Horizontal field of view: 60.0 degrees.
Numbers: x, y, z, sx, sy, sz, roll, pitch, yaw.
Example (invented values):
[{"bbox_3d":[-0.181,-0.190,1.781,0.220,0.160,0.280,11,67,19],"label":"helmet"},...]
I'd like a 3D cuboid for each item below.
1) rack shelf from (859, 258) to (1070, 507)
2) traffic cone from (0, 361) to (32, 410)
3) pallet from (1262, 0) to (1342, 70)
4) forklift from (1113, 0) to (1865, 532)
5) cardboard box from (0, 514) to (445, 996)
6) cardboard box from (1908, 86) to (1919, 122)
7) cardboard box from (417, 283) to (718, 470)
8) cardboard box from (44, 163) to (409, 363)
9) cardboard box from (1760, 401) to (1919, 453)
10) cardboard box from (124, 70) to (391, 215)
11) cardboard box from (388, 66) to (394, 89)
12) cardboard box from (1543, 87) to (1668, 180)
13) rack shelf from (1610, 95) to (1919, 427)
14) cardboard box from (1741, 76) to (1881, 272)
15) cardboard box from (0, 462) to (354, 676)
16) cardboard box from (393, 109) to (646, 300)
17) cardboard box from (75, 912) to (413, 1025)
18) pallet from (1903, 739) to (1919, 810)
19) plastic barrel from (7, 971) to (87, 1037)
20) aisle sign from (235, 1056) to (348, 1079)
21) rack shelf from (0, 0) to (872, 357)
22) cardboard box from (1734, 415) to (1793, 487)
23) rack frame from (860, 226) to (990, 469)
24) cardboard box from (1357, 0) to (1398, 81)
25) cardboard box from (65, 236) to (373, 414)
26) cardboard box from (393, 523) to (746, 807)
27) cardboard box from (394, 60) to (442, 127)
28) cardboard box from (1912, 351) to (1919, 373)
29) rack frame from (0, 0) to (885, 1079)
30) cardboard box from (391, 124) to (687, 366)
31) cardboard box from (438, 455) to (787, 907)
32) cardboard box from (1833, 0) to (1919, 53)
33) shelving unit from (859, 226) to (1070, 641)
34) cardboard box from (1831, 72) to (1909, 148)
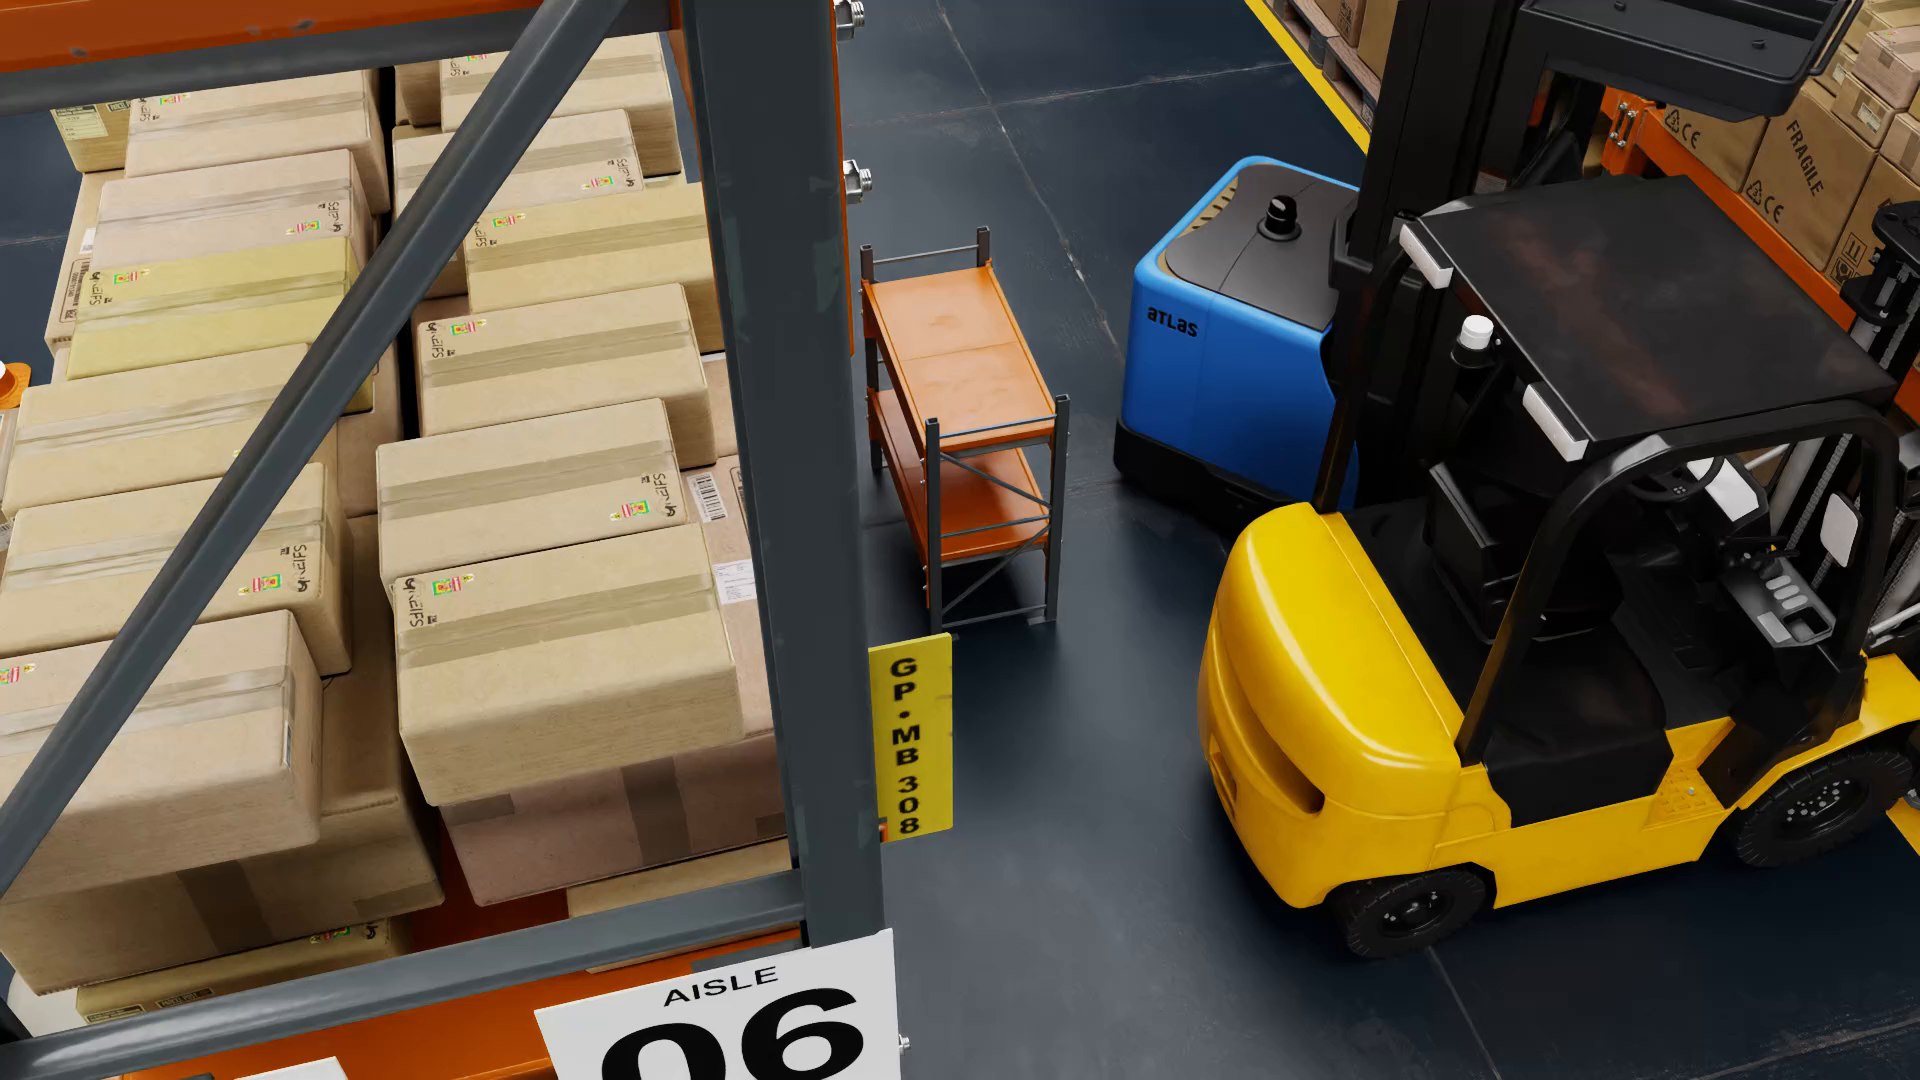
[{"bbox_3d":[-0.002,-0.603,6.144,0.538,0.278,1.000,-11,47,-10],"label":"rack shelf"},{"bbox_3d":[-4.317,-0.822,7.231,0.336,0.463,0.334,-11,47,-10],"label":"traffic cone"},{"bbox_3d":[2.341,-3.212,9.750,1.003,0.211,1.213,-11,47,-10],"label":"pallet"},{"bbox_3d":[2.154,-1.003,5.681,3.031,2.935,1.130,25,51,23],"label":"forklift"},{"bbox_3d":[-0.973,0.264,2.188,0.500,0.250,0.500,-11,47,-11],"label":"cardboard box"},{"bbox_3d":[3.274,-1.385,5.275,0.380,0.149,0.250,-11,47,-11],"label":"cardboard box"},{"bbox_3d":[-0.560,-0.209,2.372,0.380,0.149,0.250,-11,47,-10],"label":"cardboard box"},{"bbox_3d":[-1.238,-0.441,2.878,0.500,0.250,0.500,-10,46,-9],"label":"cardboard box"},{"bbox_3d":[3.272,-0.449,6.021,0.500,0.250,0.500,-9,46,-9],"label":"cardboard box"},{"bbox_3d":[-1.178,-0.649,2.803,0.380,0.149,0.250,-12,47,-11],"label":"cardboard box"},{"bbox_3d":[-1.501,-1.137,3.561,0.500,0.250,0.500,-10,46,-10],"label":"cardboard box"},{"bbox_3d":[3.047,-1.676,7.661,0.875,0.625,0.625,-9,46,-9],"label":"cardboard box"},{"bbox_3d":[3.704,-0.370,5.516,1.077,0.370,4.000,-11,47,-10],"label":"rack shelf"},{"bbox_3d":[3.202,-1.327,5.880,0.500,0.500,0.500,-10,46,-10],"label":"cardboard box"},{"bbox_3d":[-0.982,0.064,2.105,0.380,0.149,0.250,-10,46,-10],"label":"cardboard box"},{"bbox_3d":[-0.708,-0.550,2.706,0.380,0.149,0.250,-11,47,-11],"label":"cardboard box"},{"bbox_3d":[-0.943,0.512,2.223,0.380,0.149,0.250,-11,47,-10],"label":"cardboard box"},{"bbox_3d":[3.671,0.374,6.235,1.003,0.211,1.213,-11,47,-10],"label":"pallet"},{"bbox_3d":[-2.574,1.422,5.060,0.512,0.421,0.421,19,48,17],"label":"plastic barrel"},{"bbox_3d":[-0.846,0.855,1.991,0.394,0.787,0.004,-11,47,-10],"label":"aisle sign"},{"bbox_3d":[-1.093,-1.558,2.482,1.077,0.370,4.000,-11,47,-10],"label":"rack shelf"},{"bbox_3d":[3.266,-0.275,6.200,0.500,0.250,0.500,-11,47,-11],"label":"cardboard box"},{"bbox_3d":[-0.132,-0.749,6.697,0.500,1.125,0.032,-11,47,-10],"label":"rack frame"},{"bbox_3d":[2.662,-2.732,8.696,0.875,0.625,0.625,-12,47,-12],"label":"cardboard box"},{"bbox_3d":[-1.081,-0.294,2.455,0.380,0.149,0.250,-10,46,-10],"label":"cardboard box"},{"bbox_3d":[-0.475,0.146,2.024,0.380,0.149,0.250,-11,47,-11],"label":"cardboard box"},{"bbox_3d":[-0.835,-0.911,3.060,0.380,0.149,0.250,-10,46,-9],"label":"cardboard box"},{"bbox_3d":[3.441,-0.626,5.193,0.500,0.500,0.500,-10,46,-10],"label":"cardboard box"},{"bbox_3d":[-0.581,-0.430,0.871,1.000,3.000,0.127,-11,47,-10],"label":"rack frame"},{"bbox_3d":[-0.728,-0.530,2.965,0.500,0.250,0.500,-9,46,-9],"label":"cardboard box"},{"bbox_3d":[-0.453,0.172,2.278,0.500,0.250,0.500,-11,47,-11],"label":"cardboard box"},{"bbox_3d":[3.215,-1.756,5.638,0.380,0.149,0.250,-11,47,-11],"label":"cardboard box"},{"bbox_3d":[-0.002,-0.398,6.353,0.538,1.125,1.048,-11,47,-10],"label":"shelving unit"},{"bbox_3d":[3.172,-1.459,5.555,0.380,0.149,0.250,-10,46,-9],"label":"cardboard box"}]
